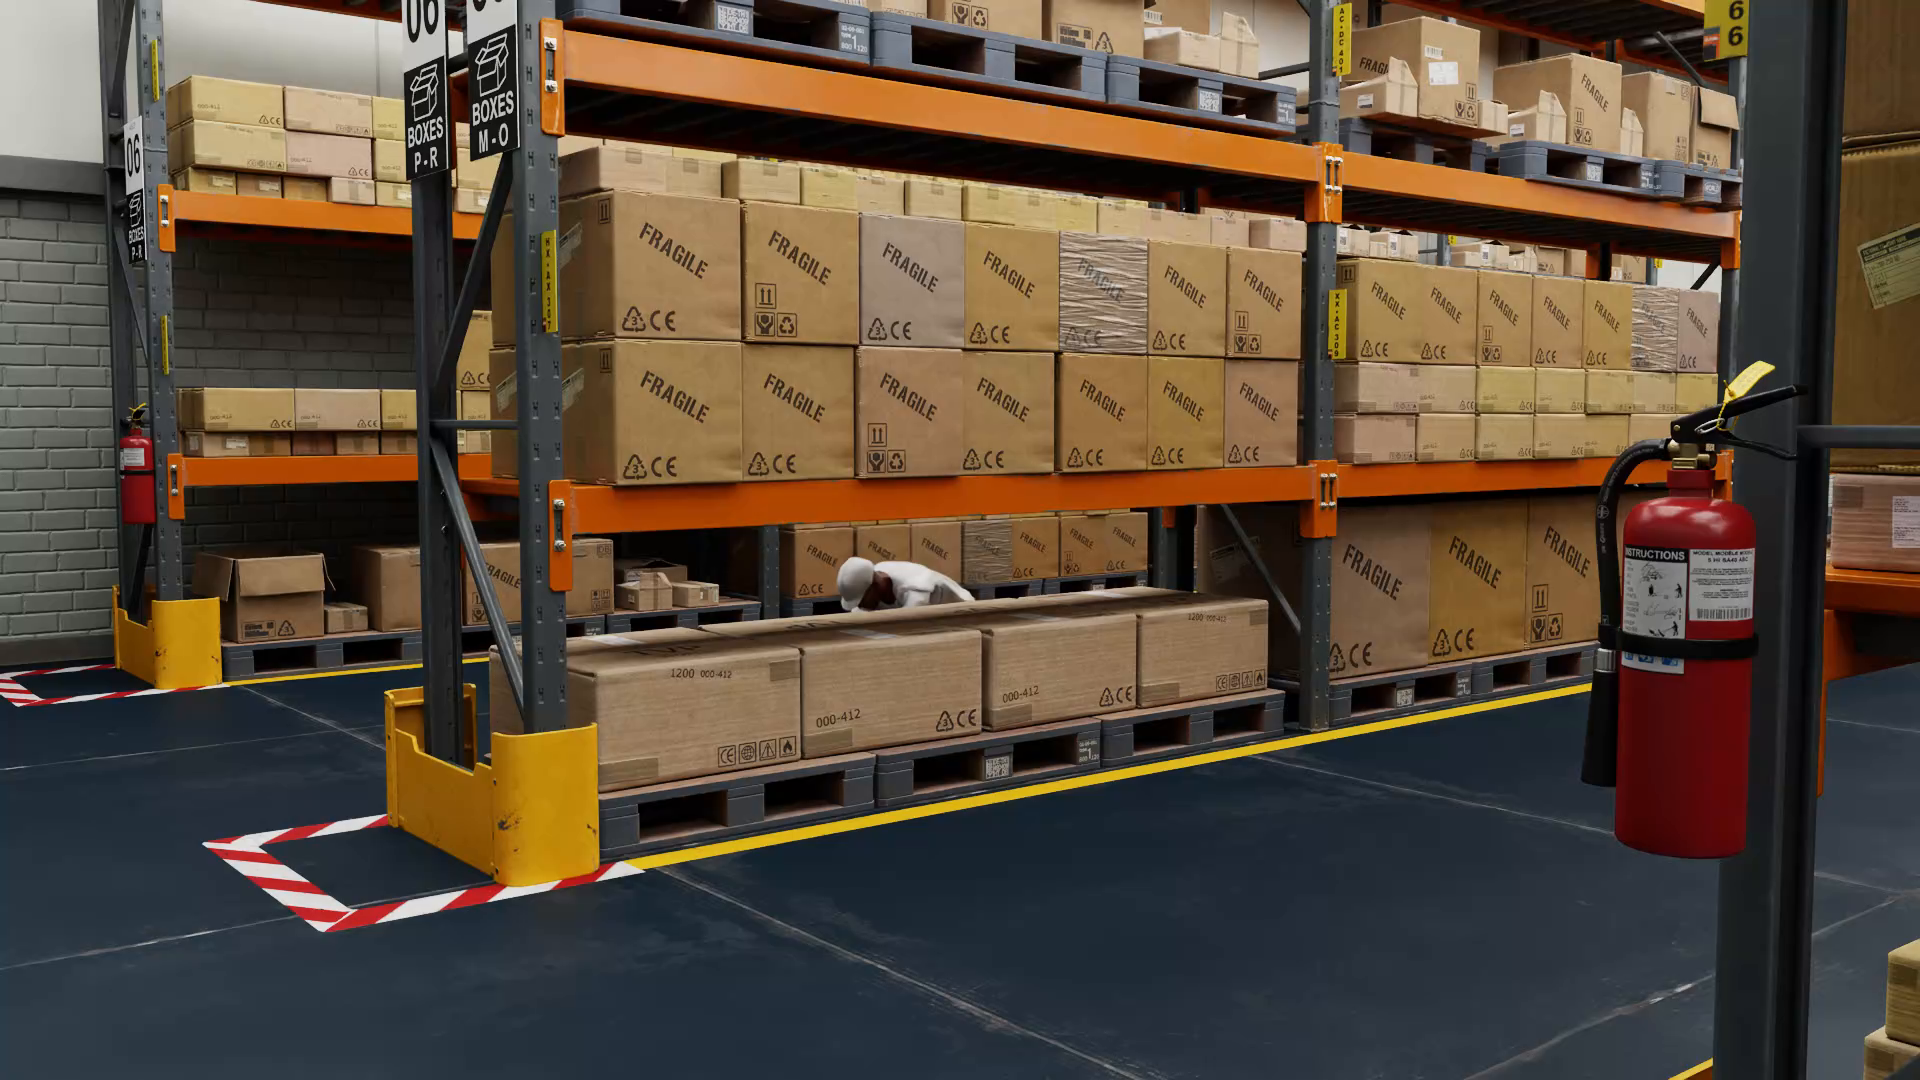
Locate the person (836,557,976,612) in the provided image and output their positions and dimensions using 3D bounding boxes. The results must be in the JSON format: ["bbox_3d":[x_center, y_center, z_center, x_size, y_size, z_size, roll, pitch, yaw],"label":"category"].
[{"bbox_3d":[-0.290,0.517,9.018,0.928,0.896,0.542,-3,6,-39],"label":"person"}]
